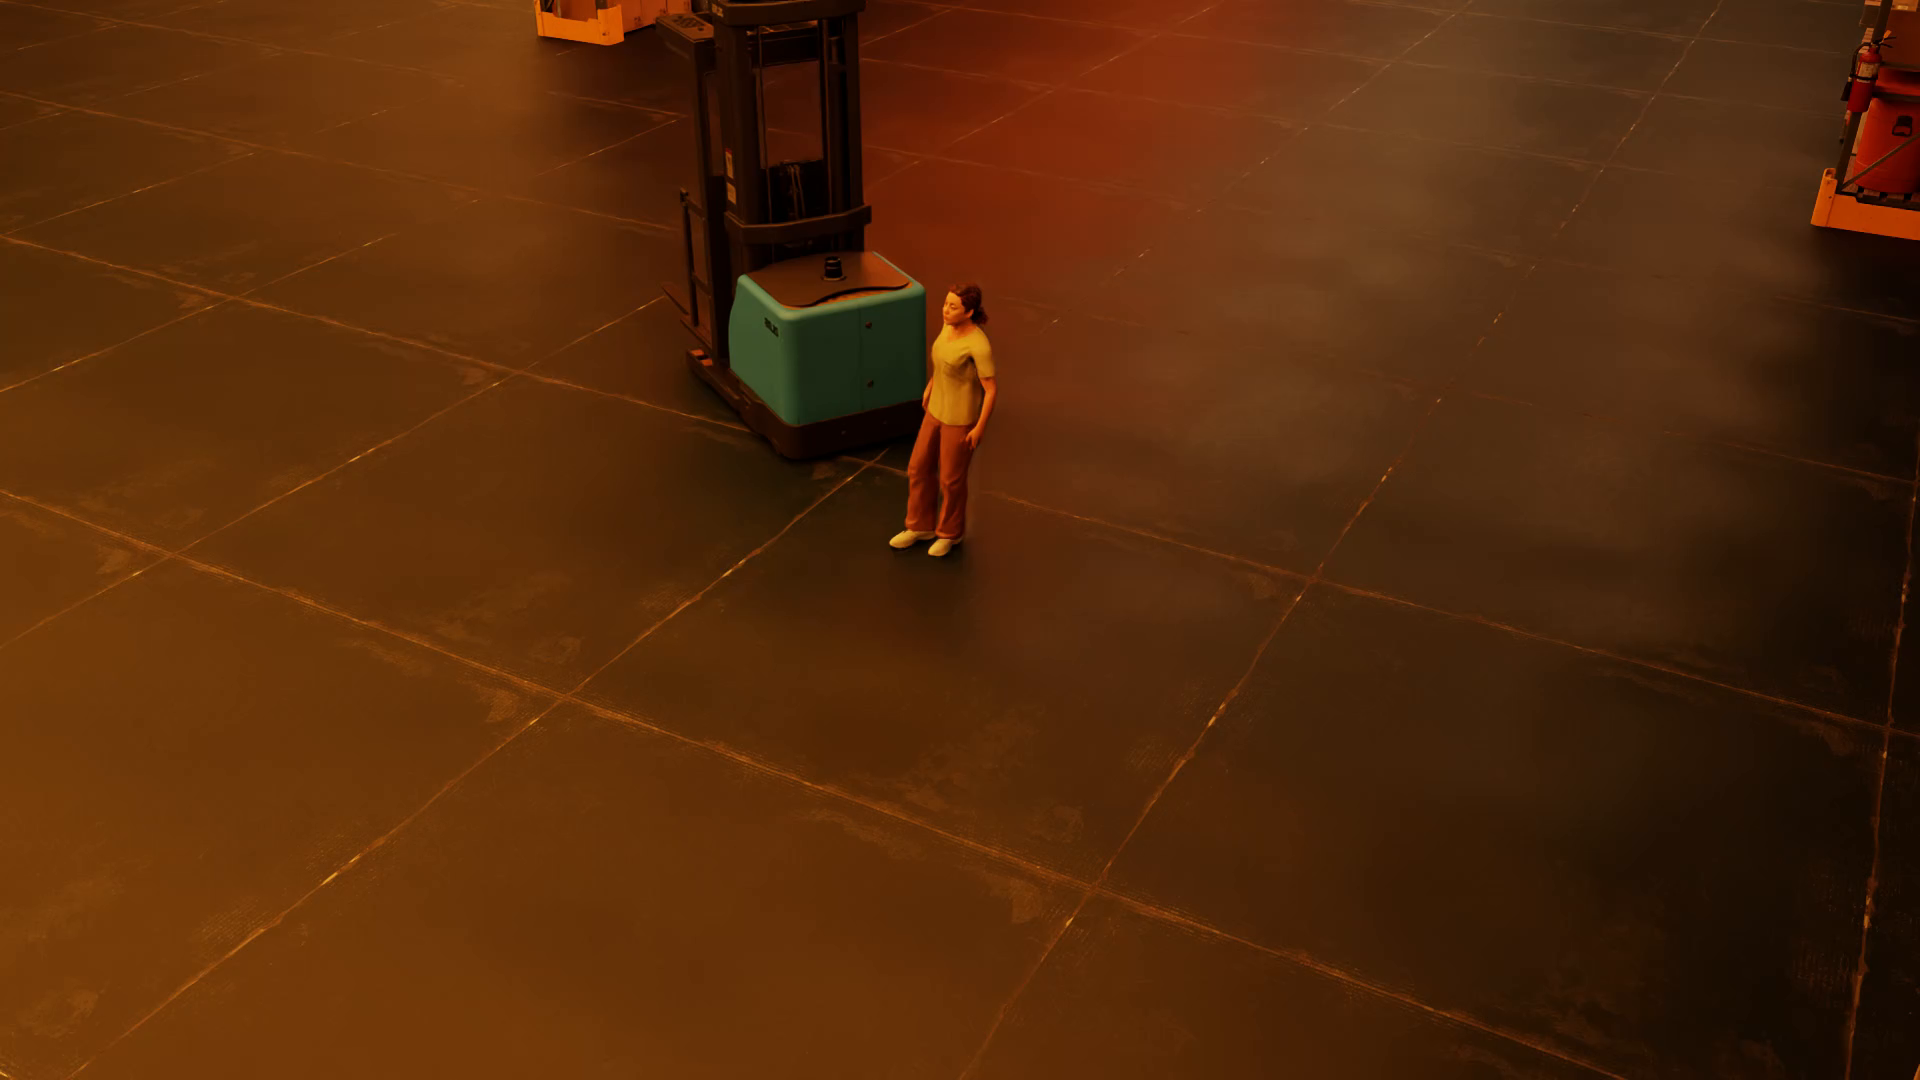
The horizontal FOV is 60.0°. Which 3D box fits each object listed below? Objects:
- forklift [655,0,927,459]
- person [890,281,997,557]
[{"bbox_3d":[-1.341,-2.501,11.404,1.130,2.935,3.031,-15,33,-24],"label":"forklift"},{"bbox_3d":[-0.111,-0.689,9.536,0.569,1.663,0.565,-16,34,-26],"label":"person"}]
